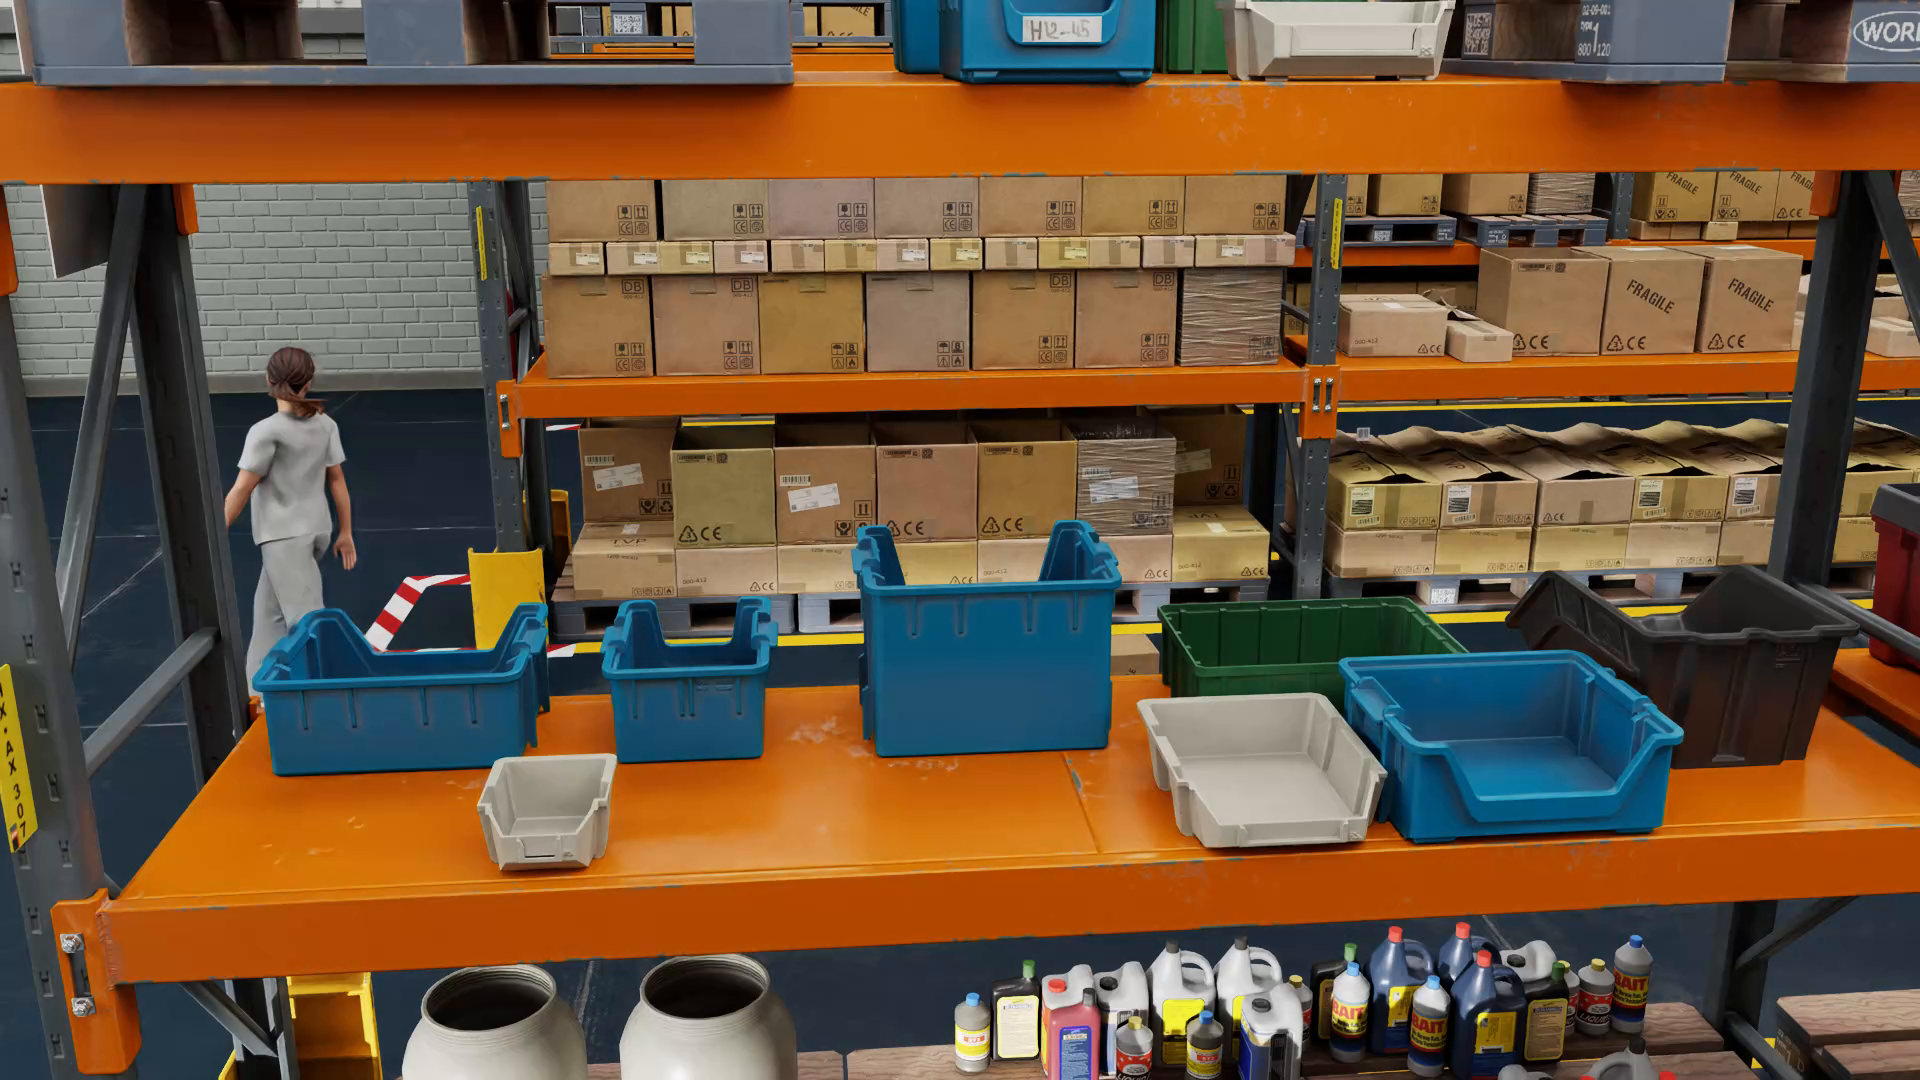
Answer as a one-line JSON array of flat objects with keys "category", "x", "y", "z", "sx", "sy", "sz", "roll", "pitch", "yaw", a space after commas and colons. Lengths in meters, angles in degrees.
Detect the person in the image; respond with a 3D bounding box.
[{"category": "person", "x": -2.849, "y": 0.001, "z": 7.051, "sx": 0.989, "sy": 1.627, "sz": 0.539, "roll": 5, "pitch": 18, "yaw": 16}]
